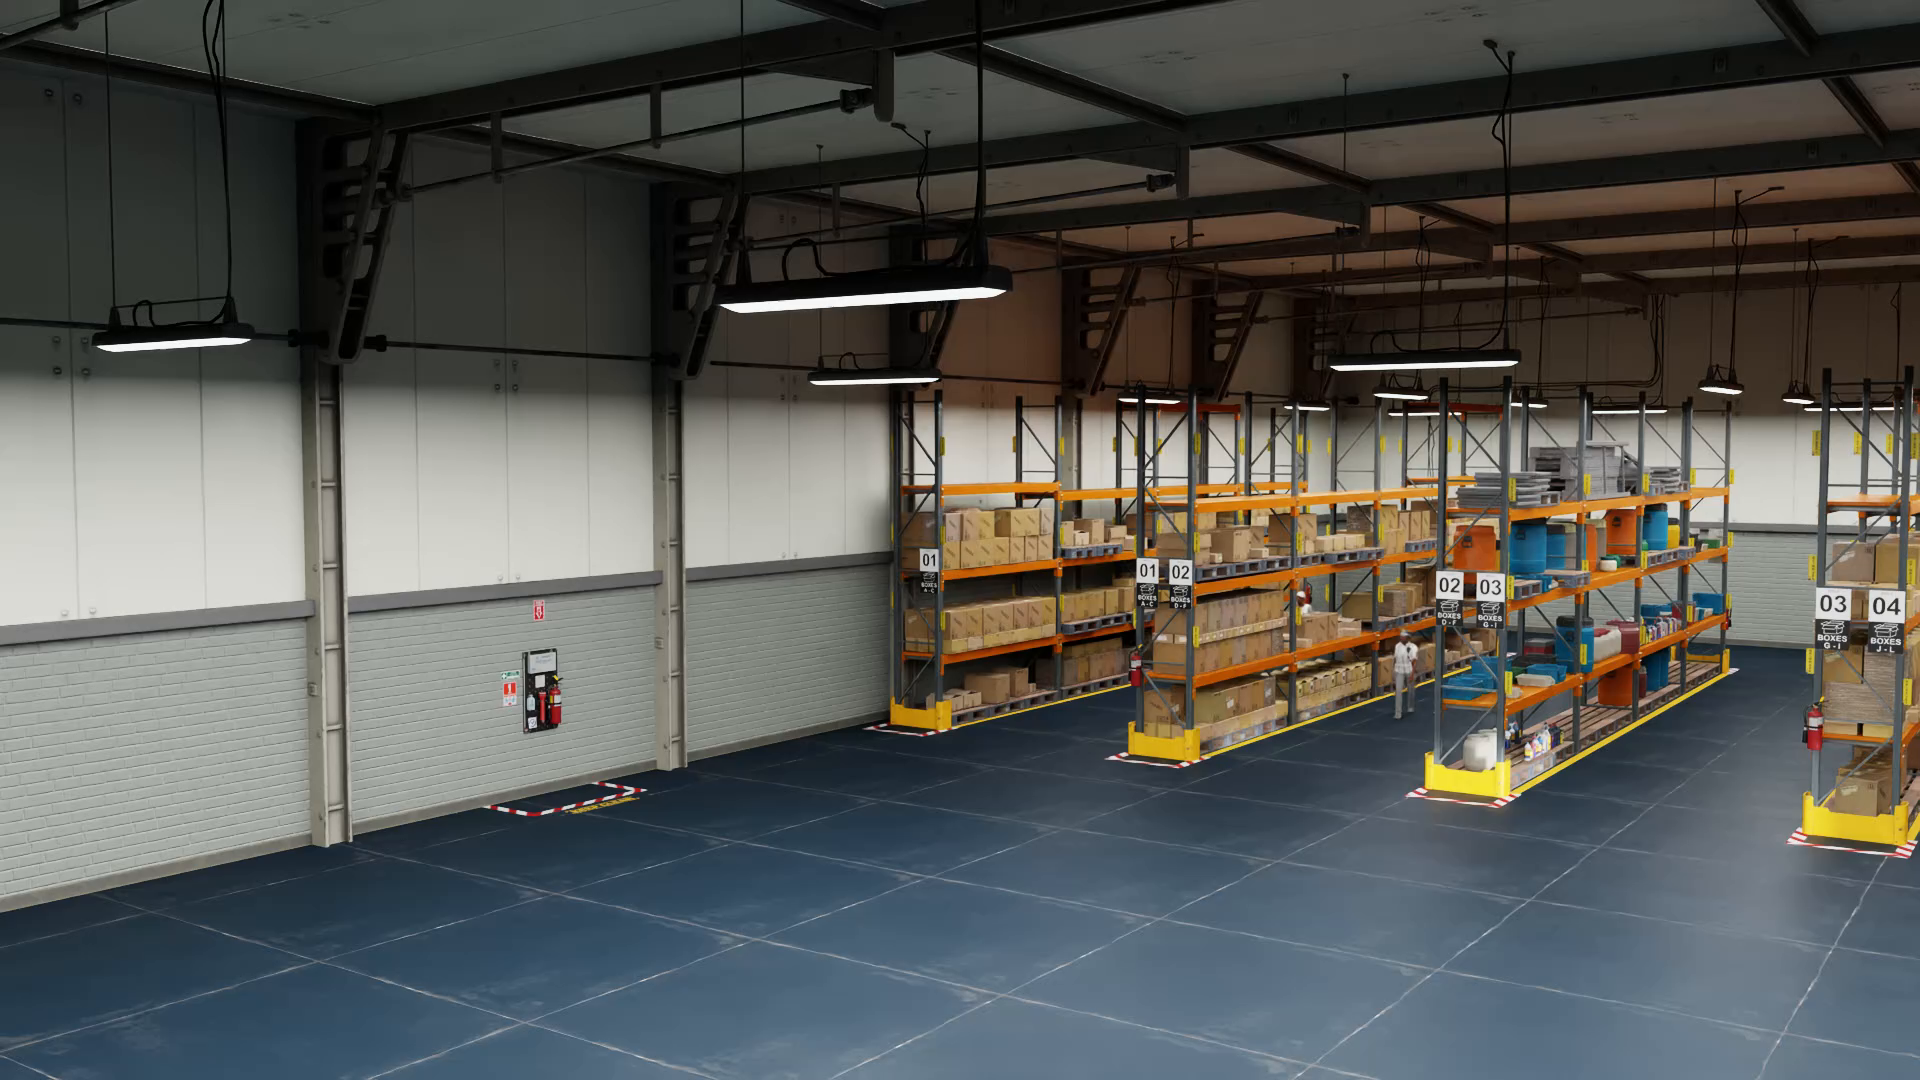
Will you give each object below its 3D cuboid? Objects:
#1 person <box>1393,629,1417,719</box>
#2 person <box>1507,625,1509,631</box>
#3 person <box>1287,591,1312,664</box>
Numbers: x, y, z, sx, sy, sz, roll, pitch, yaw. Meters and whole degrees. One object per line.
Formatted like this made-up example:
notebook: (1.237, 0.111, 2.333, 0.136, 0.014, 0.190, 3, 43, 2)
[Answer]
person: (8.214, 2.436, 30.663, 0.425, 1.612, 1.073, 1, 3, 19)
person: (13.528, 1.826, 41.633, 0.448, 1.630, 0.495, -1, 3, -12)
person: (7.634, 2.021, 37.423, 0.635, 1.727, 1.096, 2, 4, 32)
